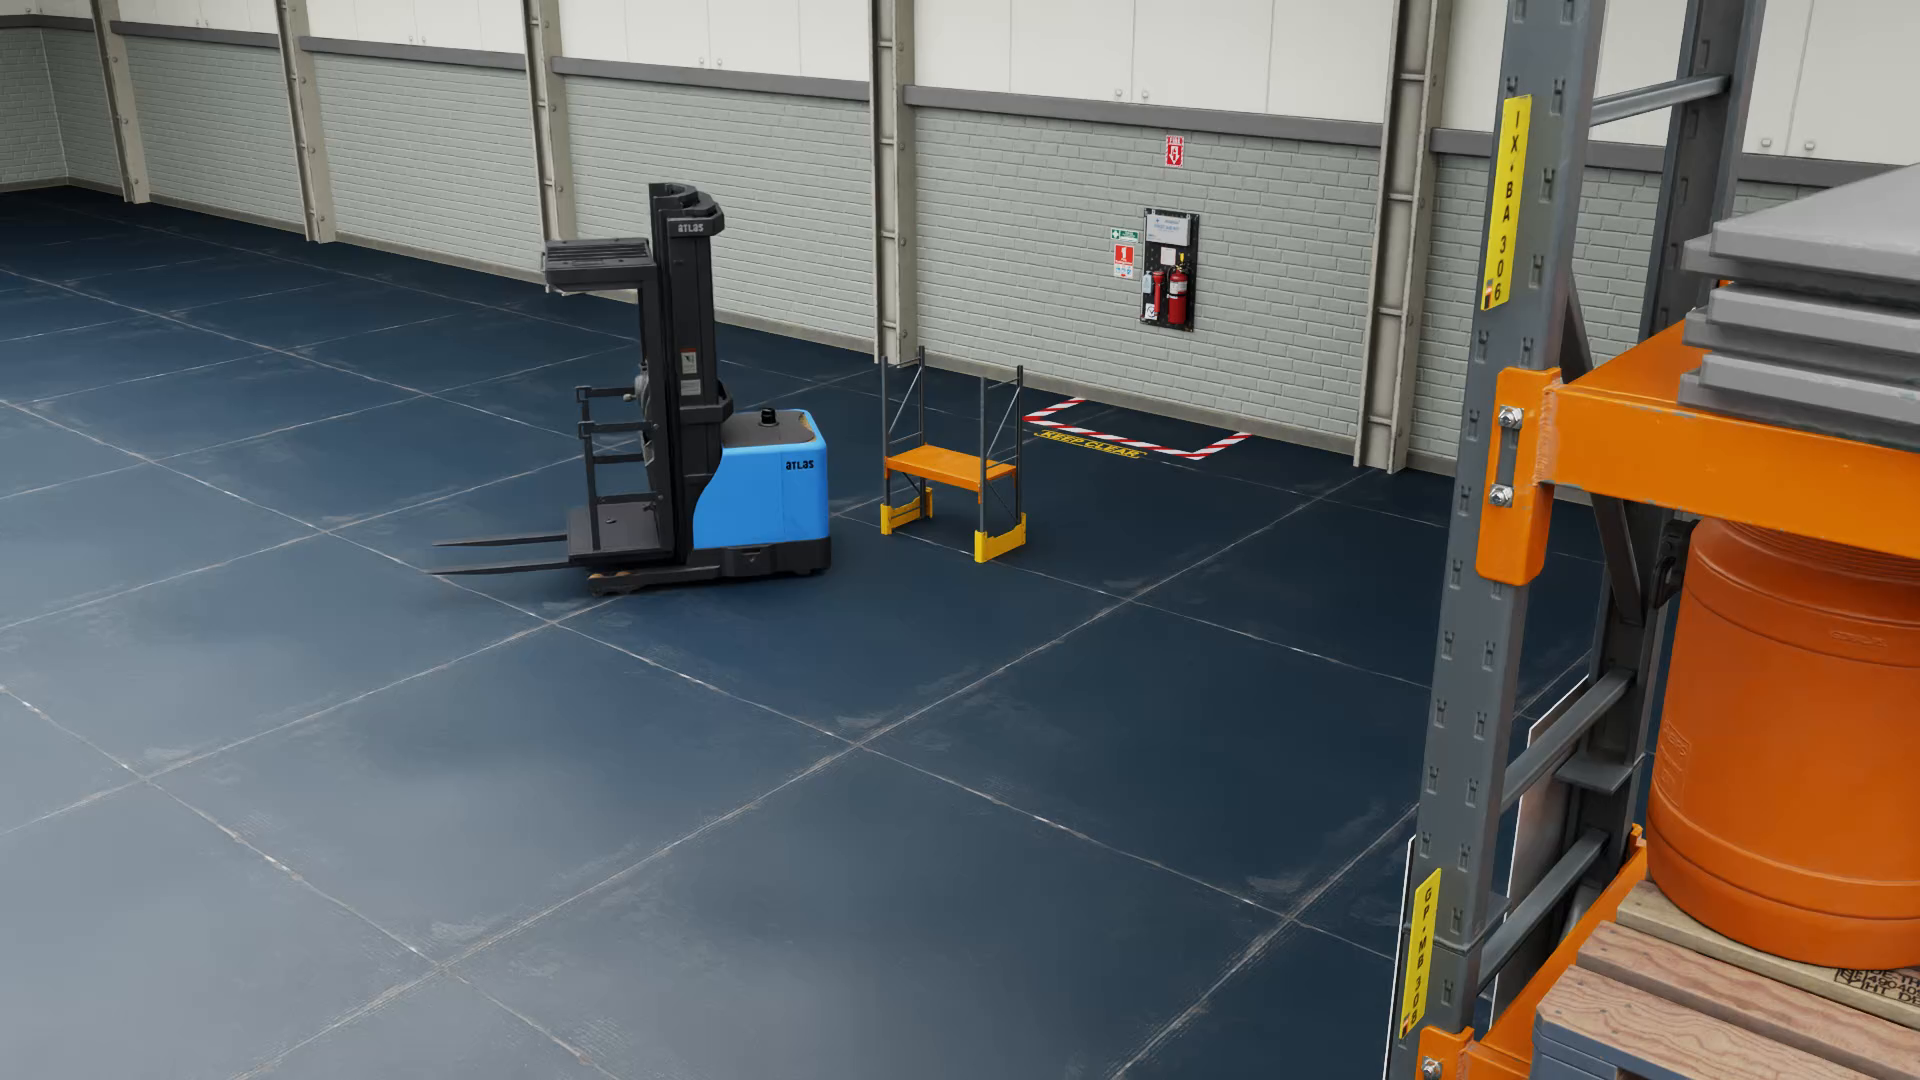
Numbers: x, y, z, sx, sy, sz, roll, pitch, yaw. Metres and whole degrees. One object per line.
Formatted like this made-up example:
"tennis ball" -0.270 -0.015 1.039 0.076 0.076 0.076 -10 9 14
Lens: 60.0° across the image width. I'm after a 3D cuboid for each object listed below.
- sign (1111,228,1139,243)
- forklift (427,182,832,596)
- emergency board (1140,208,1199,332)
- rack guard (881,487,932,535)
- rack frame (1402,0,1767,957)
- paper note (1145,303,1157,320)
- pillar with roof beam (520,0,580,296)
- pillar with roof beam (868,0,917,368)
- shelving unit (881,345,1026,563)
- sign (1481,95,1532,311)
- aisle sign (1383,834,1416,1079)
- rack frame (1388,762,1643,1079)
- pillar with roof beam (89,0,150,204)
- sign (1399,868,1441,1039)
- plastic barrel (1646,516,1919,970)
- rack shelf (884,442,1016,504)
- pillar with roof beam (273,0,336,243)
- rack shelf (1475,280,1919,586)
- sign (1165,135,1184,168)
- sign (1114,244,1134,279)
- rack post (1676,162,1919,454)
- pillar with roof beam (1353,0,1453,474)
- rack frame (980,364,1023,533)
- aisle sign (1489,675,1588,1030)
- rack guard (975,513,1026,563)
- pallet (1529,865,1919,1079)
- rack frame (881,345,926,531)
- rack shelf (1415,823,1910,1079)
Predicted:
"sign" 1.659 -3.070 16.757 0.331 0.109 0.001 16 26 36
"forklift" -2.574 -1.153 12.571 3.031 2.935 1.130 -5 21 -12
"emergency board" 2.024 -2.658 16.464 0.643 1.169 0.194 16 26 36
"rack guard" -0.445 -0.245 13.964 0.087 0.250 0.587 16 26 36
"rack frame" 1.210 -0.776 2.972 0.127 3.000 1.000 16 26 36
"paper note" 1.931 -2.304 16.775 0.142 0.148 0.016 16 26 36
"pillar with roof beam" -8.104 -6.403 17.895 0.400 9.000 9.100 16 26 36
"pillar with roof beam" -3.456 -5.065 14.345 0.400 9.000 9.100 16 26 36
"shelving unit" -0.059 -0.719 13.449 1.083 1.500 0.587 16 26 36
"sign" 0.859 -0.529 2.613 0.005 0.325 0.100 16 26 36
"aisle sign" 0.969 0.879 3.402 0.004 0.787 0.394 16 26 36
"rack frame" 1.210 2.031 4.030 0.127 3.000 1.000 16 26 36
"pillar with roof beam" -17.401 -9.081 24.994 0.400 9.000 9.100 16 26 36
"sign" 0.859 0.773 3.103 0.005 0.325 0.100 16 26 36
"plastic barrel" 1.667 0.304 3.156 0.708 0.830 0.600 16 26 36
"rack shelf" -0.066 -0.552 13.517 1.000 0.185 0.538 16 26 36
"pillar with roof beam" -12.752 -7.742 21.445 0.400 9.000 9.100 16 26 36
"rack shelf" 2.759 0.194 1.986 4.000 0.370 1.077 16 26 36
"sign" 2.081 -3.771 16.132 0.199 0.298 0.001 16 26 36
"sign" 1.661 -2.826 16.860 0.234 0.329 0.001 16 26 36
"rack post" 1.715 -0.338 2.521 0.937 0.300 0.954 -19 28 -41
"pillar with roof beam" 1.193 -3.726 10.795 0.400 9.000 9.100 16 26 36
"rack frame" 0.328 -0.607 13.153 0.032 1.500 0.500 16 26 36
"aisle sign" 1.342 0.718 3.830 0.004 0.787 0.394 16 26 36
"rack guard" 0.327 -0.023 13.375 0.087 0.250 0.587 16 26 36
"pallet" 1.789 0.927 2.974 1.213 0.211 1.003 16 26 36
"rack frame" -0.460 -0.834 13.755 0.032 1.500 0.500 16 26 36
"rack shelf" 2.759 1.411 2.445 4.000 0.370 1.077 16 26 36
